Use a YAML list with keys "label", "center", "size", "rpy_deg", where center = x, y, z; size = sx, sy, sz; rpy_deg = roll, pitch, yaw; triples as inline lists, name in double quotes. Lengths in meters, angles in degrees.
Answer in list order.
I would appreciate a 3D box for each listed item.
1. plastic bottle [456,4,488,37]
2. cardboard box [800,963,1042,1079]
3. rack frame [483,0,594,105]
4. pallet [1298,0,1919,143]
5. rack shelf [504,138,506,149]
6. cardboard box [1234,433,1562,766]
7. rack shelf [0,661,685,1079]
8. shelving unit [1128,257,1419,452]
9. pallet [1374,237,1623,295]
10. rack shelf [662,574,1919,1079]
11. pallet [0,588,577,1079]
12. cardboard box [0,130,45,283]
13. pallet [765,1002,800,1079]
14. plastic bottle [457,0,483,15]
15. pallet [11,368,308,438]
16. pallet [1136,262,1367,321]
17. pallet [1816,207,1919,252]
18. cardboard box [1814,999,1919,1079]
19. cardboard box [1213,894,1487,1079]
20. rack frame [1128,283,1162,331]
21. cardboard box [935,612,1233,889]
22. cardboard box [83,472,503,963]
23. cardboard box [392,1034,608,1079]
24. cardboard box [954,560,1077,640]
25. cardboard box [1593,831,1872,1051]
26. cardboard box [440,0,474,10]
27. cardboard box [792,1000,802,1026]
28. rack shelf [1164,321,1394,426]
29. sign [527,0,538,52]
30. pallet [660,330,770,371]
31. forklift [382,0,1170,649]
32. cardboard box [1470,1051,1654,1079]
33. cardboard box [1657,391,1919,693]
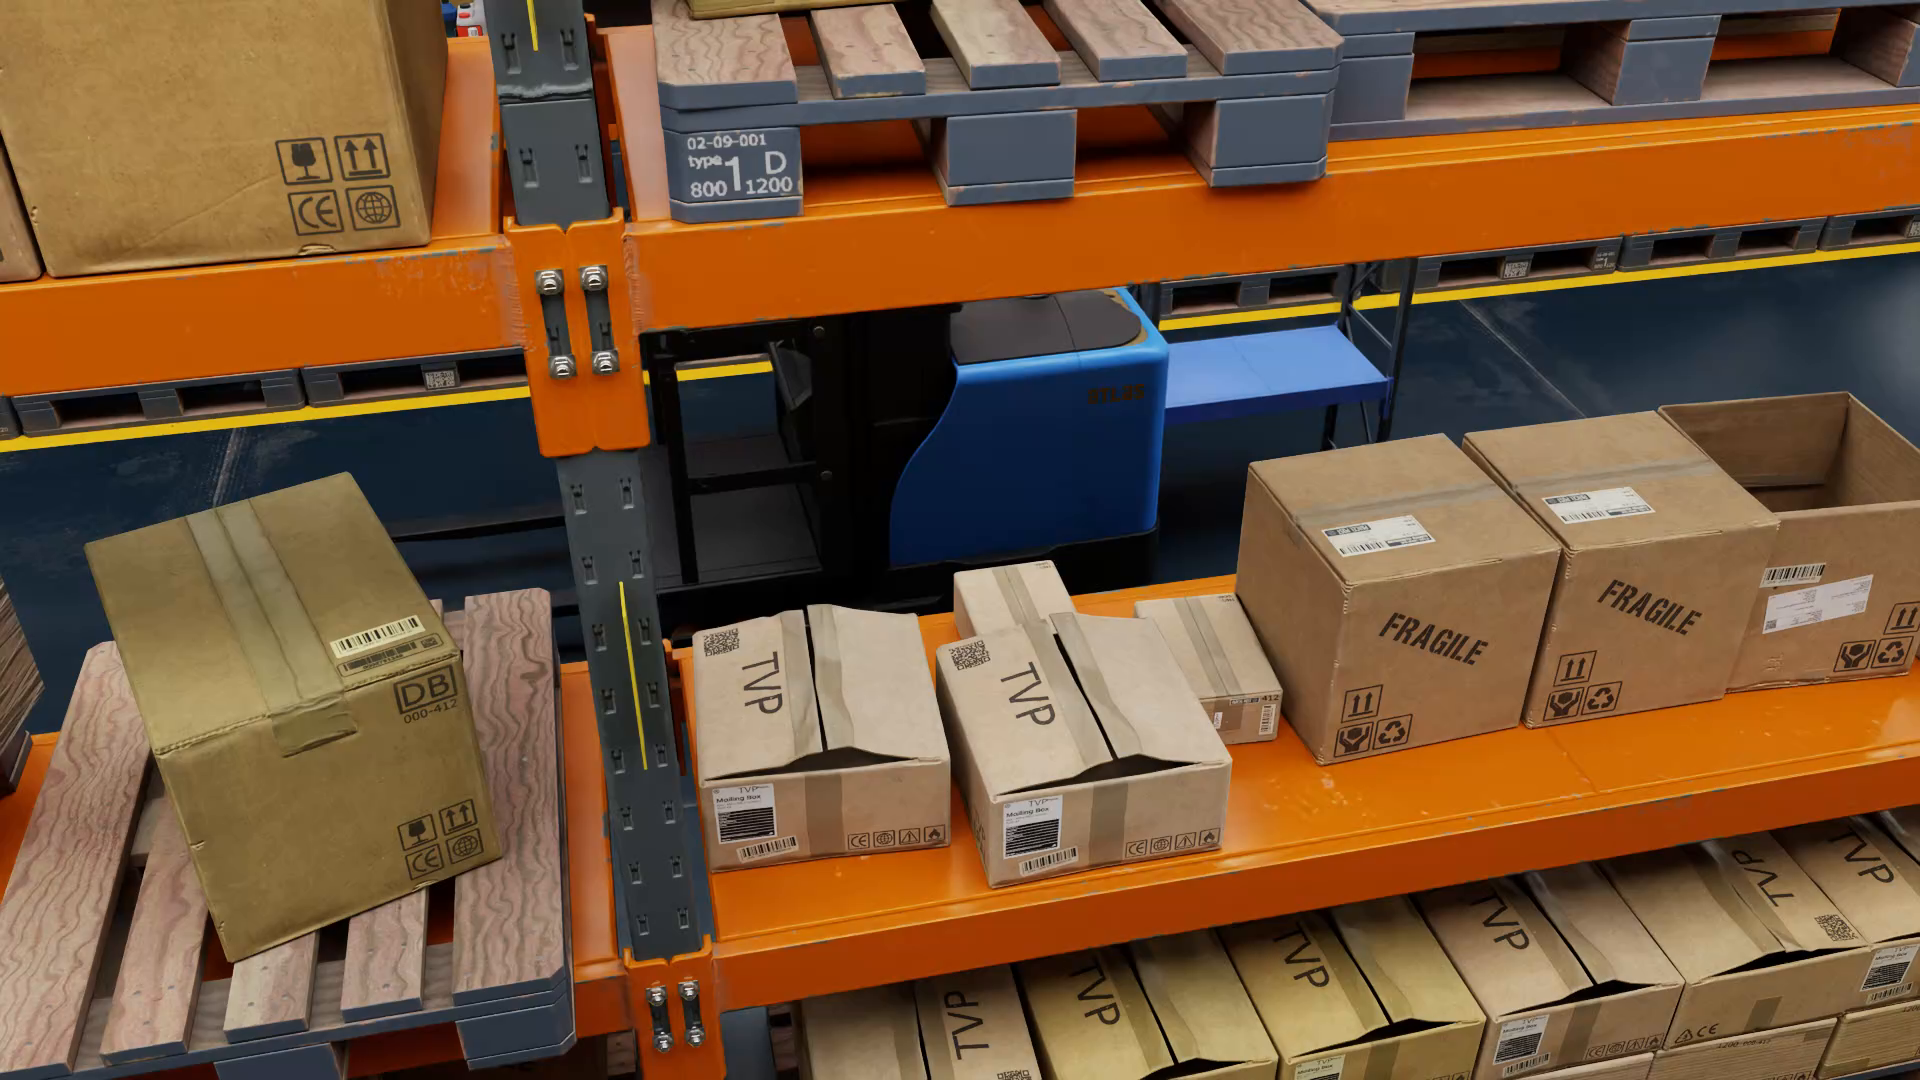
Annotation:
- label: "plastic bottle"
  center: [-2.218, -2.300, 7.597]
  size: [0.135, 0.276, 0.152]
  rpy_deg: [-7, 35, -11]
- label: "cardboard box"
  center: [-0.094, 1.211, 3.842]
  size: [0.500, 0.311, 0.500]
  rpy_deg: [-6, 34, -9]
- label: "rack frame"
  center: [-0.669, -2.110, 1.819]
  size: [0.127, 3.000, 1.000]
  rpy_deg: [-7, 35, -11]
- label: "pallet"
  center: [1.063, -1.057, 3.111]
  size: [1.213, 0.211, 1.003]
  rpy_deg: [-6, 34, -8]
- label: "rack shelf"
  center: [-3.709, -1.767, 7.337]
  size: [4.000, 0.370, 1.077]
  rpy_deg: [-7, 35, -11]
- label: "cardboard box"
  center: [0.964, 0.124, 3.783]
  size: [0.500, 0.500, 0.500]
  rpy_deg: [-9, 35, -13]
- label: "rack shelf"
  center: [-2.620, 0.925, 3.325]
  size: [4.000, 0.370, 1.077]
  rpy_deg: [-7, 35, -11]
- label: "shelving unit"
  center: [1.155, -0.780, 6.566]
  size: [1.048, 1.500, 0.538]
  rpy_deg: [-8, 35, -11]
- label: "pallet"
  center: [2.807, -1.706, 9.102]
  size: [1.213, 0.211, 1.003]
  rpy_deg: [-7, 35, -11]
- label: "rack shelf"
  center: [1.281, 0.434, 4.057]
  size: [4.000, 0.370, 1.077]
  rpy_deg: [-7, 35, -11]
- label: "pallet"
  center: [-1.315, 0.582, 3.363]
  size: [1.003, 0.211, 1.213]
  rpy_deg: [-7, 35, -11]
- label: "cardboard box"
  center: [-1.585, -0.772, 2.426]
  size: [0.500, 0.500, 0.910]
  rpy_deg: [-7, 35, -11]
- label: "pallet"
  center: [0.142, 1.459, 4.387]
  size: [1.213, 0.211, 1.003]
  rpy_deg: [-7, 35, -11]
- label: "plastic bottle"
  center: [-2.252, -2.383, 7.720]
  size: [0.135, 0.276, 0.152]
  rpy_deg: [-7, 35, -11]
- label: "pallet"
  center: [-3.706, -0.886, 7.881]
  size: [1.213, 0.211, 1.003]
  rpy_deg: [-7, 35, -11]
- label: "pallet"
  center: [1.386, -1.528, 8.838]
  size: [1.213, 0.211, 1.003]
  rpy_deg: [-7, 35, -11]
- label: "pallet"
  center: [5.187, -2.005, 9.549]
  size: [1.213, 0.211, 1.003]
  rpy_deg: [-7, 35, -11]
- label: "cardboard box"
  center: [2.398, 1.126, 4.471]
  size: [0.500, 0.250, 0.500]
  rpy_deg: [-8, 35, -11]
- label: "cardboard box"
  center: [0.915, 1.080, 4.036]
  size: [0.500, 0.311, 0.500]
  rpy_deg: [-8, 35, -12]
- label: "rack frame"
  center: [0.661, -0.713, 6.466]
  size: [0.032, 1.500, 0.500]
  rpy_deg: [-8, 35, -11]
- label: "cardboard box"
  center: [0.246, 0.413, 3.522]
  size: [0.500, 0.311, 0.500]
  rpy_deg: [-8, 35, -11]
- label: "cardboard box"
  center: [-1.259, 0.304, 3.139]
  size: [0.500, 0.500, 0.700]
  rpy_deg: [-19, 38, -26]
- label: "cardboard box"
  center: [-1.176, 1.137, 4.213]
  size: [0.500, 0.500, 0.500]
  rpy_deg: [-6, 34, -9]
- label: "cardboard box"
  center: [0.147, 0.224, 3.949]
  size: [0.250, 0.149, 0.380]
  rpy_deg: [-7, 35, -11]
- label: "cardboard box"
  center: [1.907, 0.957, 4.220]
  size: [0.500, 0.311, 0.500]
  rpy_deg: [-7, 35, -11]
- label: "cardboard box"
  center: [-3.529, -4.222, 11.880]
  size: [0.875, 0.875, 1.225]
  rpy_deg: [-9, 35, -13]
- label: "cardboard box"
  center: [-0.213, 0.917, 4.279]
  size: [0.500, 0.311, 0.500]
  rpy_deg: [-6, 34, -9]
- label: "rack shelf"
  center: [1.155, -0.631, 6.667]
  size: [1.000, 0.185, 0.538]
  rpy_deg: [-8, 35, -11]
- label: "sign"
  center: [-0.552, -0.784, 2.071]
  size: [0.005, 0.325, 0.100]
  rpy_deg: [-7, 35, -11]
- label: "pallet"
  center: [-0.994, -1.228, 8.391]
  size: [1.213, 0.211, 1.003]
  rpy_deg: [-7, 35, -11]
- label: "forklift"
  center: [-0.815, -1.077, 5.725]
  size: [3.031, 2.935, 1.130]
  rpy_deg: [-8, 35, -11]
- label: "cardboard box"
  center: [1.402, 1.251, 4.284]
  size: [0.500, 0.250, 0.500]
  rpy_deg: [-6, 34, -10]
- label: "cardboard box"
  center: [1.966, -0.002, 3.972]
  size: [0.500, 0.500, 0.500]
  rpy_deg: [-5, 34, -7]
